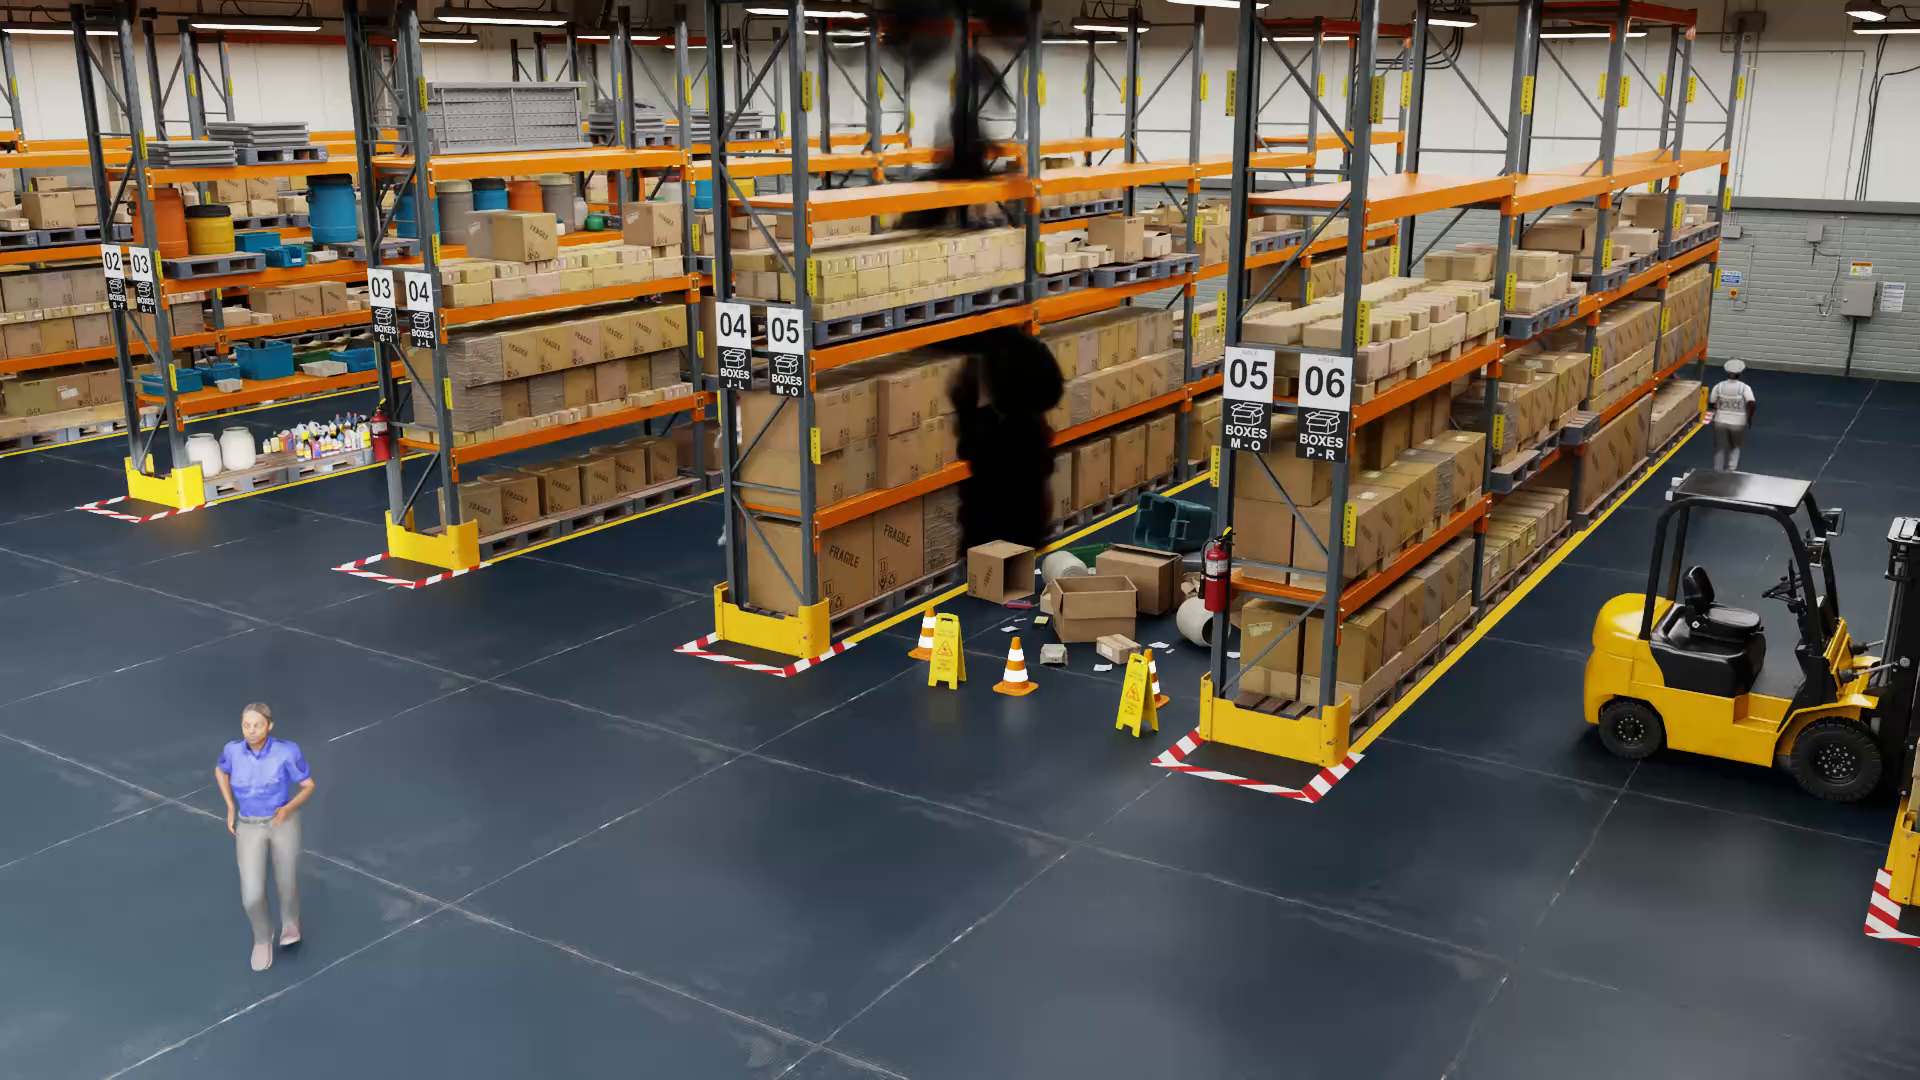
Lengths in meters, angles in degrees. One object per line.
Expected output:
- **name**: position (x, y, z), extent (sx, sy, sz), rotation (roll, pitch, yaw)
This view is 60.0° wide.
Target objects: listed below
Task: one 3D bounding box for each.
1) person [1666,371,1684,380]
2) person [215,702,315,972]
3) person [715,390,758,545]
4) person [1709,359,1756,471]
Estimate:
- **person**: position (11.577, -3.063, 27.164), extent (0.714, 1.668, 0.538), rotation (-10, 19, -33)
- **person**: position (-4.104, 1.760, 9.887), extent (0.569, 1.683, 0.703), rotation (-5, 16, -16)
- **person**: position (-2.384, -0.911, 18.049), extent (0.667, 1.833, 0.775), rotation (6, 17, 22)
- **person**: position (9.975, -1.515, 21.535), extent (0.560, 1.660, 0.591), rotation (7, 17, 25)
